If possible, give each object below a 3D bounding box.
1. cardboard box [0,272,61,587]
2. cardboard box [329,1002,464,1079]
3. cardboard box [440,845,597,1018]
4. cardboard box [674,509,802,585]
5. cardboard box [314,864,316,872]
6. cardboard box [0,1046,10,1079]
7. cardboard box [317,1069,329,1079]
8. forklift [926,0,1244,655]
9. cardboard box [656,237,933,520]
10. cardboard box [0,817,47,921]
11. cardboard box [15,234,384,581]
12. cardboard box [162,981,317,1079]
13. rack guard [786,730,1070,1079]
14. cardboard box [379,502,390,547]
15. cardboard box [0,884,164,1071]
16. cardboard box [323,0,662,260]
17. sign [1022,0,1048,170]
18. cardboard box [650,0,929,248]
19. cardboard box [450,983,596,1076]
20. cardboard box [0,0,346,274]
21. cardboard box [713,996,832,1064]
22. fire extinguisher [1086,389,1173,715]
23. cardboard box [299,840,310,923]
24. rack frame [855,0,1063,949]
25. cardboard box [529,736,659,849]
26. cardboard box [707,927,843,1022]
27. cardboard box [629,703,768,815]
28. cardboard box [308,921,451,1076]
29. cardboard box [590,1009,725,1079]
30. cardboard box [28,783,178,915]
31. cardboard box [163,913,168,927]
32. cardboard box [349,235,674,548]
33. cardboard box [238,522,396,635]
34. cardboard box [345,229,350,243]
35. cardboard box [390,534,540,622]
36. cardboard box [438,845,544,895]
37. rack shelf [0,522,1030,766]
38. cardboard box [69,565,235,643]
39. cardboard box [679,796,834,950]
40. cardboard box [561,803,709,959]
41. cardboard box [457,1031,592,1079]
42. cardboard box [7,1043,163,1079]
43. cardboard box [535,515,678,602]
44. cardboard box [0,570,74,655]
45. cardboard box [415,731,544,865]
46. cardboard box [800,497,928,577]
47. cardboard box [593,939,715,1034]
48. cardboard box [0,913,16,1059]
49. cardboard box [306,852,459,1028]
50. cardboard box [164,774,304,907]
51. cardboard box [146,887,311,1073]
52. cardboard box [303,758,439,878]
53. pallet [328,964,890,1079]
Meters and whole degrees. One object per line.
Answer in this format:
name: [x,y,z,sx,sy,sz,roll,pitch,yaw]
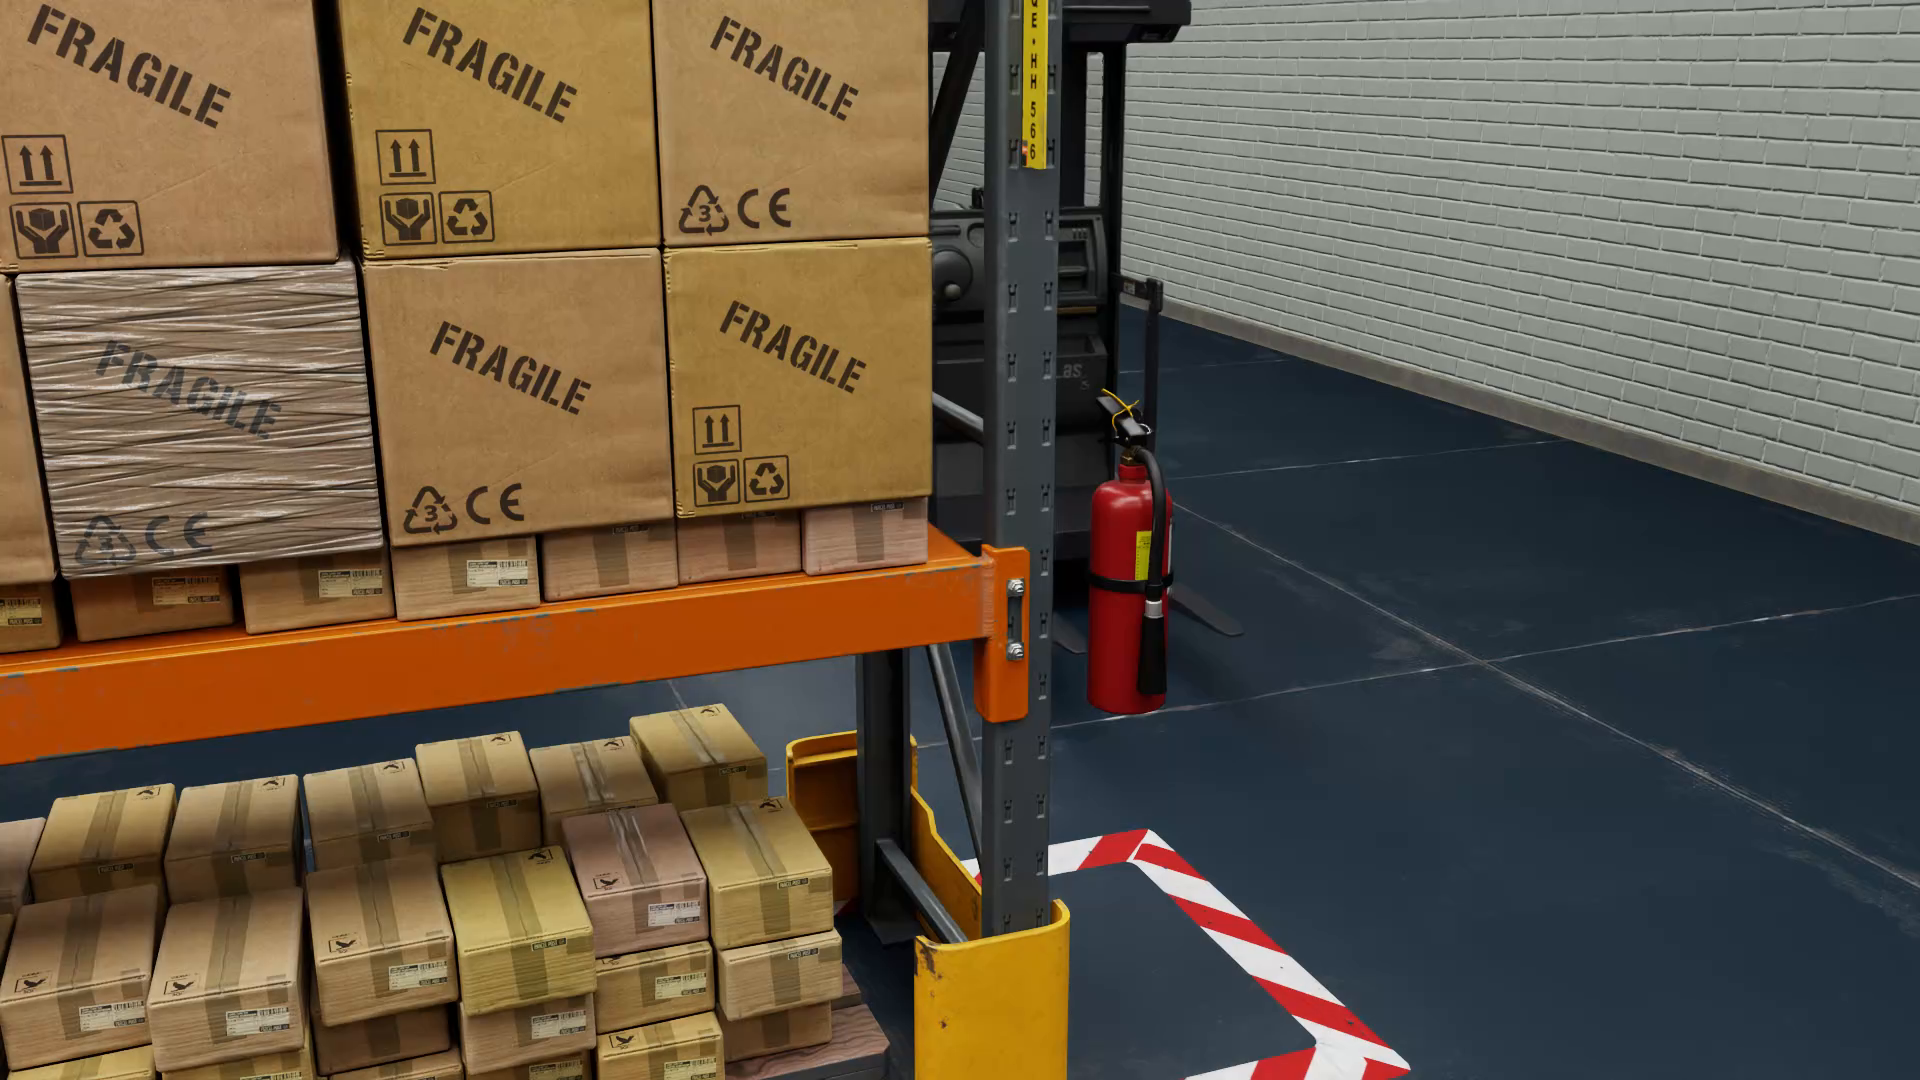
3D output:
cardboard box: [-1.792,-0.214,2.796,0.500,0.500,0.500,-5,17,-17]
cardboard box: [-1.167,1.072,3.440,0.250,0.149,0.380,-6,17,-20]
cardboard box: [-0.898,0.783,3.367,0.250,0.149,0.380,-7,18,-21]
cardboard box: [-0.492,-0.045,3.373,0.250,0.149,0.380,-6,17,-20]
cardboard box: [-1.375,0.779,3.907,0.250,0.149,0.380,-6,17,-18]
cardboard box: [-1.890,1.029,3.058,0.250,0.149,0.380,-6,17,-20]
cardboard box: [-1.383,1.114,3.296,0.250,0.149,0.380,-7,18,-23]
forklift: [0.266,-1.224,7.063,1.130,2.935,3.031,-5,17,-17]
cardboard box: [-0.370,-0.365,3.313,0.500,0.500,0.500,-6,17,-19]
cardboard box: [-2.076,0.745,3.496,0.250,0.149,0.380,-6,17,-20]
cardboard box: [-1.323,-0.261,2.958,0.500,0.500,0.500,-6,17,-20]
cardboard box: [-1.397,0.973,3.249,0.250,0.149,0.380,-6,17,-19]
rack guard: [-0.114,0.919,4.080,0.348,0.500,1.175,-6,17,-20]
cardboard box: [-1.149,-0.109,3.591,0.250,0.149,0.380,-5,17,-17]
cardboard box: [-1.679,0.832,3.201,0.250,0.149,0.380,-7,18,-22]
cardboard box: [-0.854,-0.795,3.003,0.500,0.500,0.500,-7,18,-22]
sign: [0.137,-0.847,3.042,0.005,0.325,0.100,-6,17,-20]
cardboard box: [-0.381,-0.847,3.177,0.500,0.500,0.500,-7,18,-21]
cardboard box: [-0.918,0.917,3.438,0.250,0.149,0.380,-7,18,-22]
cardboard box: [-1.337,-0.741,2.817,0.500,0.500,0.500,-5,17,-17]
cardboard box: [-0.460,0.987,3.729,0.250,0.149,0.380,-6,17,-19]
fire extinguisher: [0.358,0.024,3.491,0.183,0.674,0.296,-6,17,-20]
cardboard box: [-1.589,0.831,3.731,0.250,0.149,0.380,-7,18,-23]
rack frame: [-0.043,-0.288,3.754,0.127,3.000,1.000,-6,17,-20]
cardboard box: [-0.868,0.616,3.935,0.250,0.149,0.380,-6,17,-19]
cardboard box: [-0.433,0.864,3.618,0.250,0.149,0.380,-7,18,-22]
cardboard box: [-0.654,0.557,4.137,0.250,0.149,0.380,-7,18,-23]
cardboard box: [-1.206,0.917,3.438,0.250,0.149,0.380,-6,18,-21]
cardboard box: [-0.664,1.039,3.550,0.250,0.149,0.380,-6,17,-18]
cardboard box: [-1.875,0.695,3.668,0.250,0.149,0.380,-6,17,-19]
cardboard box: [-1.827,0.869,3.601,0.250,0.149,0.380,-5,17,-17]
cardboard box: [-0.853,-0.315,3.141,0.500,0.500,0.500,-6,18,-21]
cardboard box: [-1.207,0.035,3.100,0.250,0.149,0.380,-7,18,-23]
cardboard box: [-1.052,-0.445,3.585,0.500,0.500,0.500,-6,17,-20]
cardboard box: [-0.950,0.016,3.165,0.250,0.149,0.380,-6,17,-19]
cardboard box: [-1.097,0.782,3.898,0.250,0.149,0.380,-6,17,-19]
rack shelf: [-1.910,0.259,3.169,4.000,0.370,1.077,-6,17,-20]
cardboard box: [-1.480,0.047,3.061,0.250,0.149,0.380,-7,18,-22]
cardboard box: [-0.446,0.713,3.604,0.250,0.149,0.380,-6,17,-19]
cardboard box: [-0.702,0.724,3.569,0.250,0.149,0.380,-6,17,-19]
cardboard box: [-0.941,1.043,3.537,0.250,0.149,0.380,-6,17,-20]
cardboard box: [-1.643,0.994,3.177,0.250,0.149,0.380,-5,17,-17]
cardboard box: [-0.720,-0.015,3.273,0.250,0.149,0.380,-6,18,-21]
cardboard box: [-1.722,0.078,2.955,0.250,0.149,0.380,-6,17,-19]
cardboard box: [-1.149,0.608,3.963,0.250,0.149,0.380,-6,17,-20]
cardboard box: [-0.246,-0.060,3.424,0.250,0.149,0.380,-6,17,-20]
cardboard box: [-0.697,0.876,3.576,0.250,0.149,0.380,-7,18,-21]
cardboard box: [-1.914,0.865,3.086,0.250,0.149,0.380,-6,17,-20]
cardboard box: [-1.162,0.792,3.334,0.250,0.149,0.380,-7,18,-22]
cardboard box: [-1.613,0.680,3.717,0.250,0.149,0.380,-5,17,-18]
cardboard box: [-1.393,0.834,3.192,0.250,0.149,0.380,-5,17,-18]
cardboard box: [-1.351,0.655,3.804,0.250,0.149,0.380,-7,18,-23]
pallet: [-0.885,1.131,3.874,1.213,0.211,1.003,-6,17,-20]
